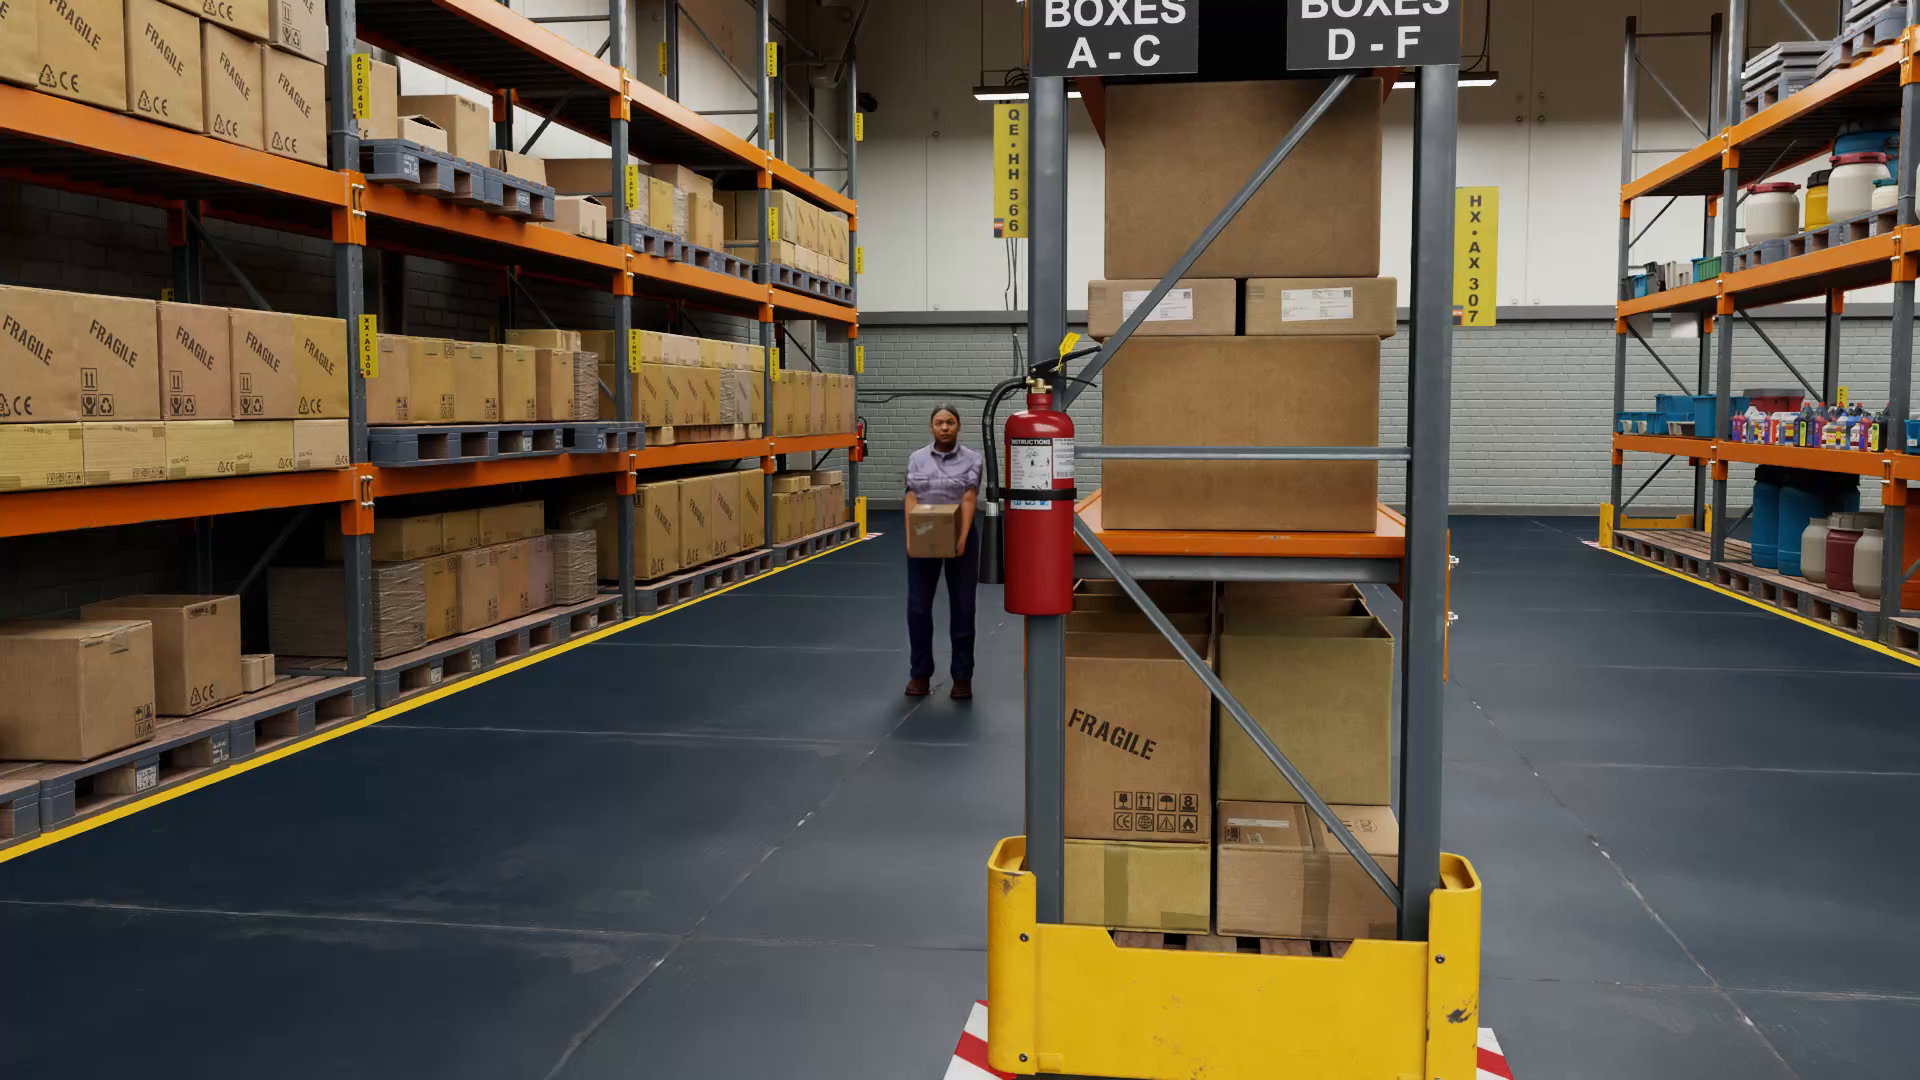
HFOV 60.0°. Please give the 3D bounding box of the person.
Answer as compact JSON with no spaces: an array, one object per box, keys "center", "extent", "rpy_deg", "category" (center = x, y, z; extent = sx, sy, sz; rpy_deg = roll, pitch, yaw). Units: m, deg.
[{"center":[-0.099,0.058,9.341],"extent":[0.435,1.646,0.533],"rpy_deg":[1,5,8],"category":"person"}]
